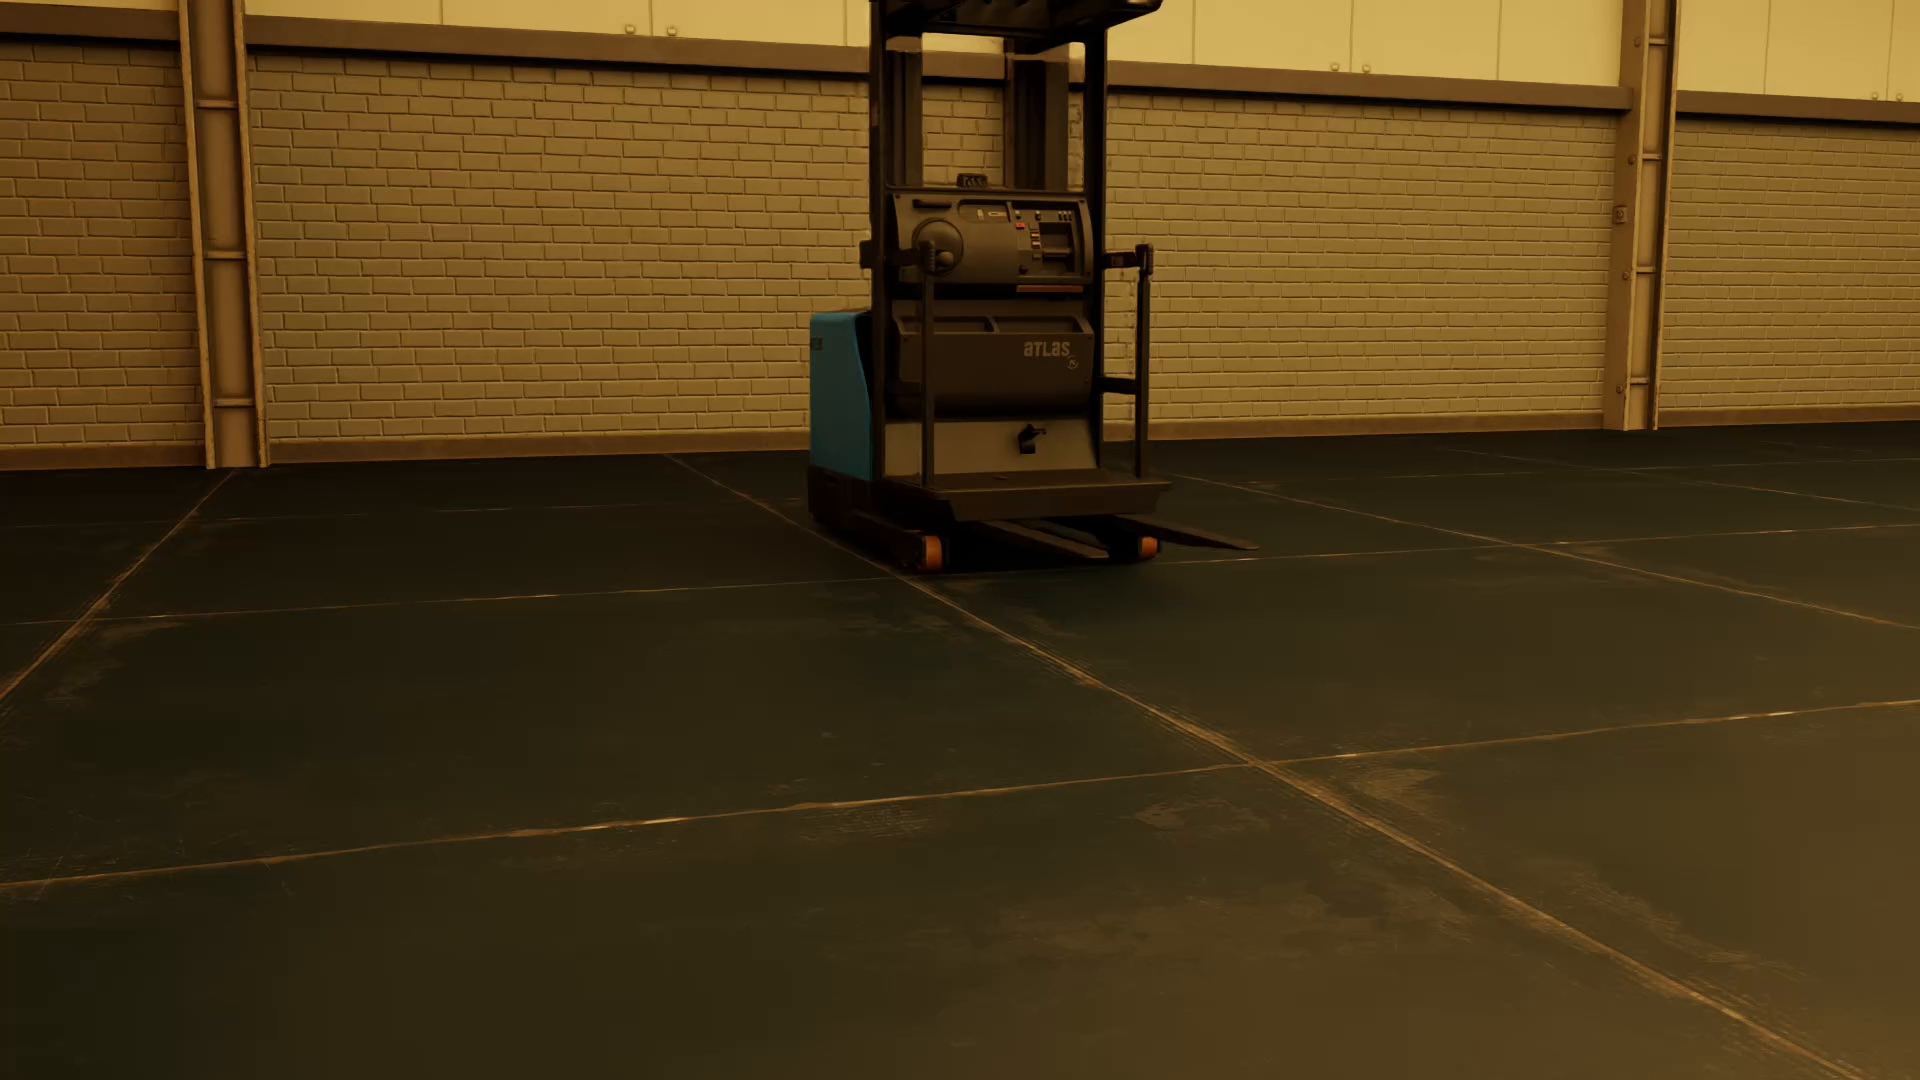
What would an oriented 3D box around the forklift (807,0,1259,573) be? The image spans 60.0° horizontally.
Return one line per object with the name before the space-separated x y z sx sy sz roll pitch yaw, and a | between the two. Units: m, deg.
forklift | 0.230 -1.376 7.164 1.130 2.935 3.031 -3 8 -21
